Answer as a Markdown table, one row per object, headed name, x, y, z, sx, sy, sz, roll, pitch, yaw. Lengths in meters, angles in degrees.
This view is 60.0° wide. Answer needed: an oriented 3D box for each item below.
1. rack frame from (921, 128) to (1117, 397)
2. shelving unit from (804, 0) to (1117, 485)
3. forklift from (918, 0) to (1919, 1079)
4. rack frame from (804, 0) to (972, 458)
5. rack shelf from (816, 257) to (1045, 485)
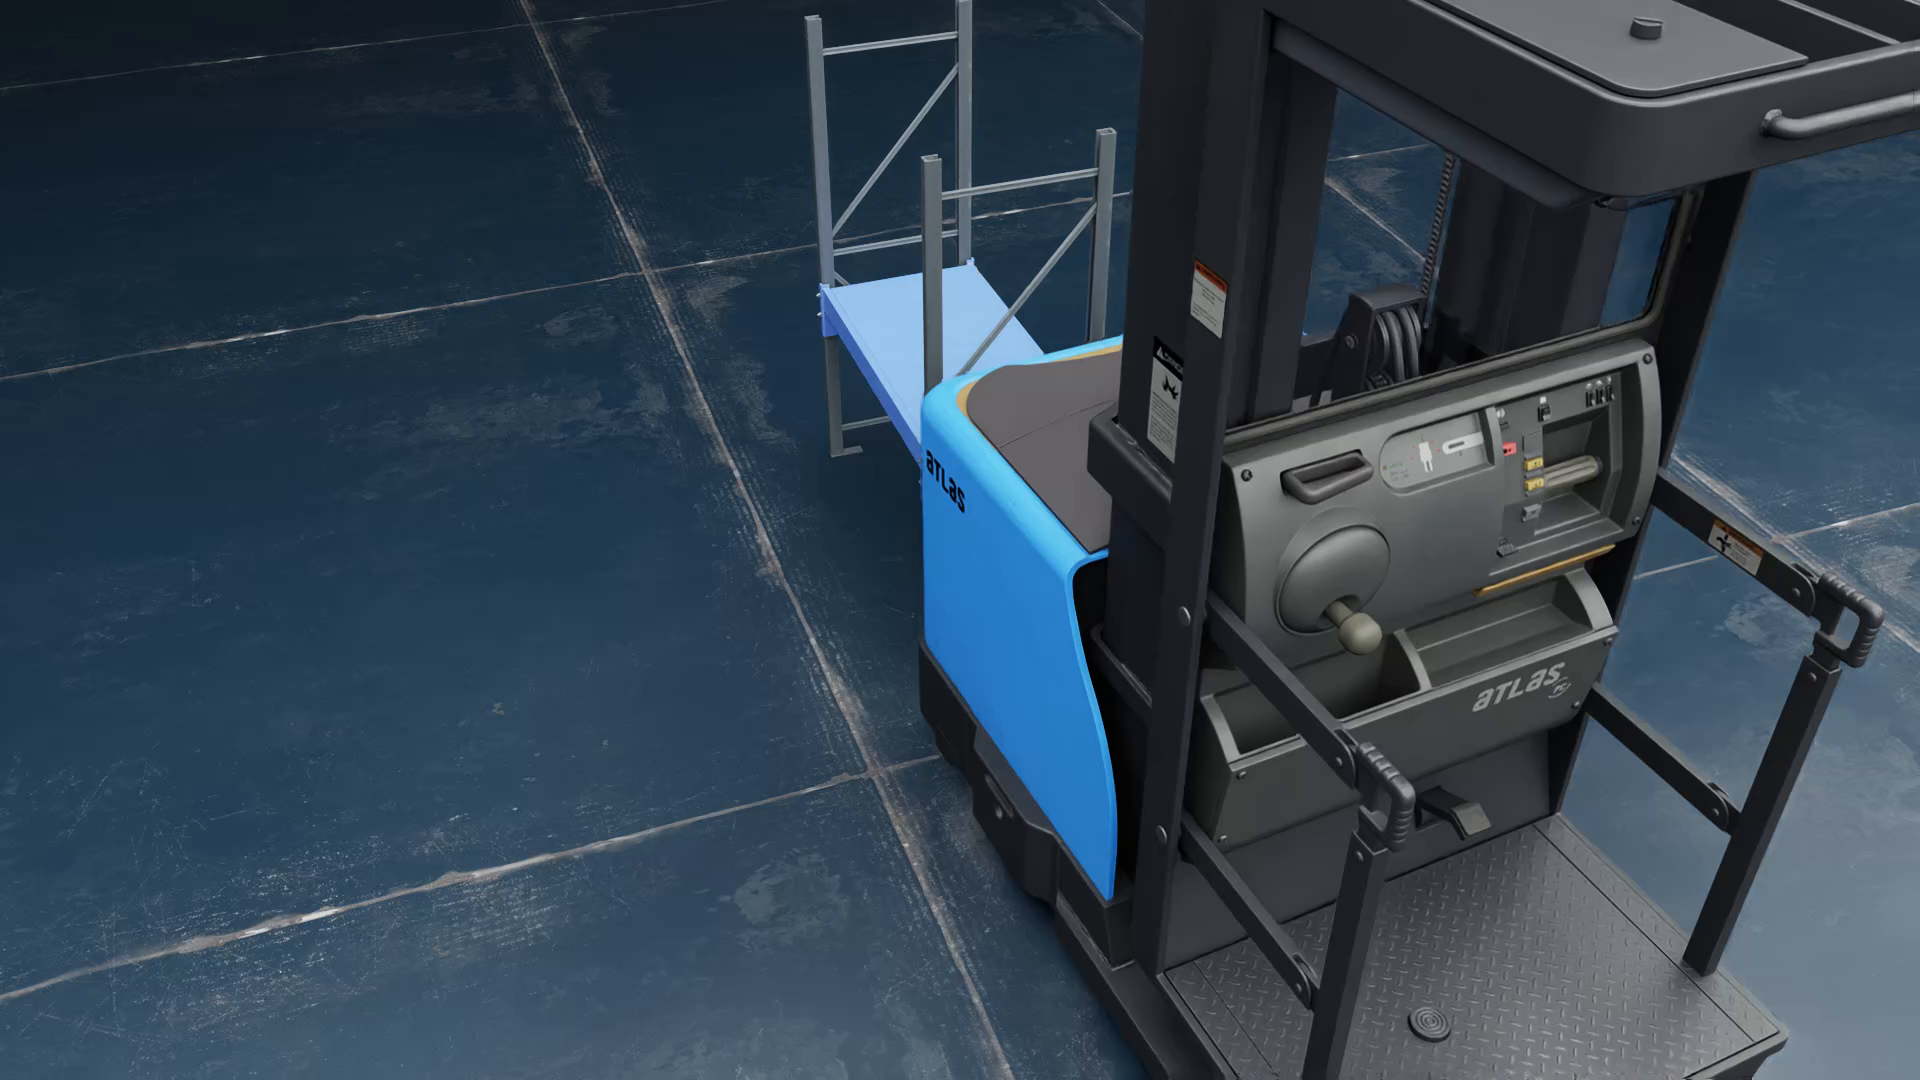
| name | x | y | z | sx | sy | sz | roll | pitch | yaw |
| --- | --- | --- | --- | --- | --- | --- | --- | --- | --- |
| rack frame | 0.146 | -0.360 | 4.481 | 0.500 | 1.500 | 0.032 | -12 | 39 | -16 |
| shelving unit | -0.029 | -0.647 | 4.863 | 0.538 | 1.500 | 1.048 | -12 | 39 | -16 |
| forklift | 0.980 | -0.010 | 2.827 | 1.130 | 2.935 | 3.031 | -16 | 40 | -20 |
| rack frame | -0.204 | -0.934 | 5.244 | 0.500 | 1.500 | 0.032 | -12 | 39 | -16 |
| rack shelf | -0.029 | -0.504 | 4.971 | 0.538 | 0.185 | 1.000 | -12 | 39 | -16 |
